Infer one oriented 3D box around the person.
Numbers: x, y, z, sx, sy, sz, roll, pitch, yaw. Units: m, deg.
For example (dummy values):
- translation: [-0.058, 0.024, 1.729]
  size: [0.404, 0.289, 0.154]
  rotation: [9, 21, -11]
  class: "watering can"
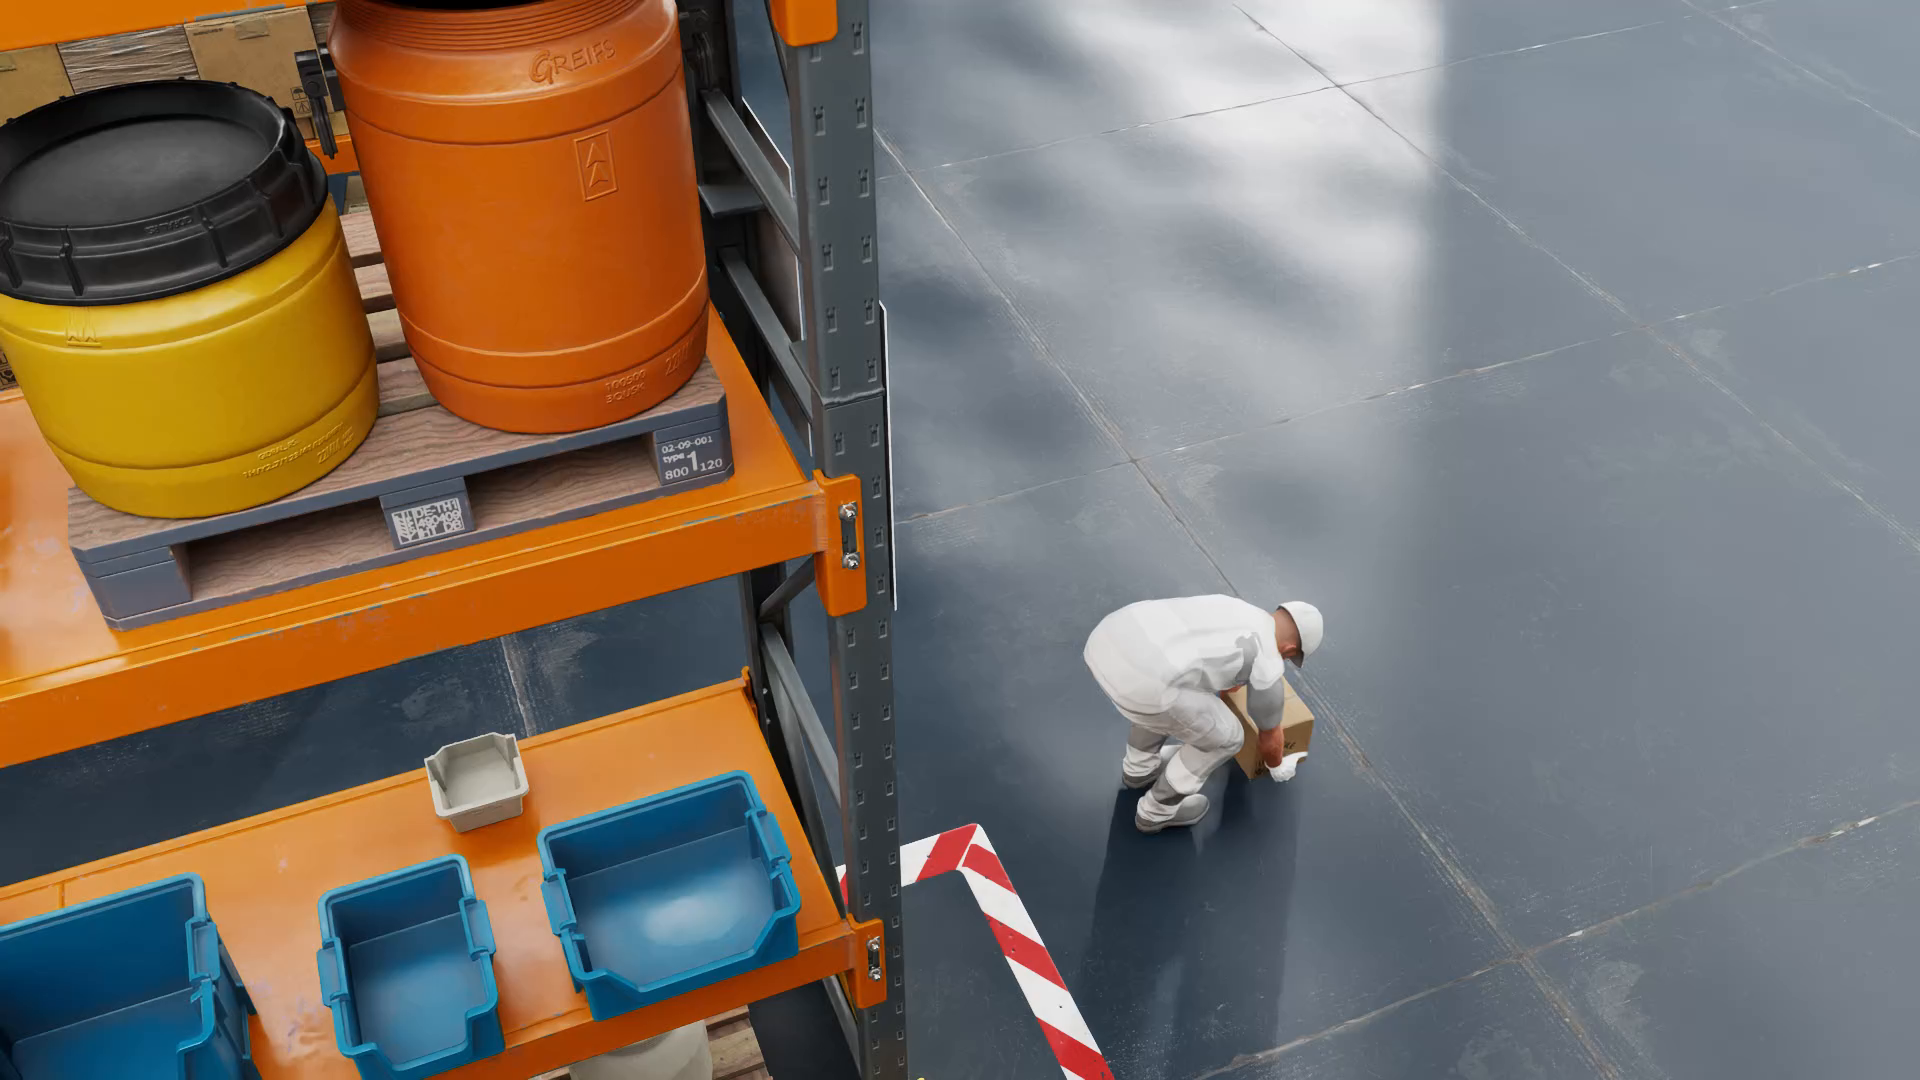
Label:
- translation: [0.903, 0.567, 6.112]
  size: [0.948, 0.970, 0.521]
  rotation: [-17, 44, -19]
  class: "person"
